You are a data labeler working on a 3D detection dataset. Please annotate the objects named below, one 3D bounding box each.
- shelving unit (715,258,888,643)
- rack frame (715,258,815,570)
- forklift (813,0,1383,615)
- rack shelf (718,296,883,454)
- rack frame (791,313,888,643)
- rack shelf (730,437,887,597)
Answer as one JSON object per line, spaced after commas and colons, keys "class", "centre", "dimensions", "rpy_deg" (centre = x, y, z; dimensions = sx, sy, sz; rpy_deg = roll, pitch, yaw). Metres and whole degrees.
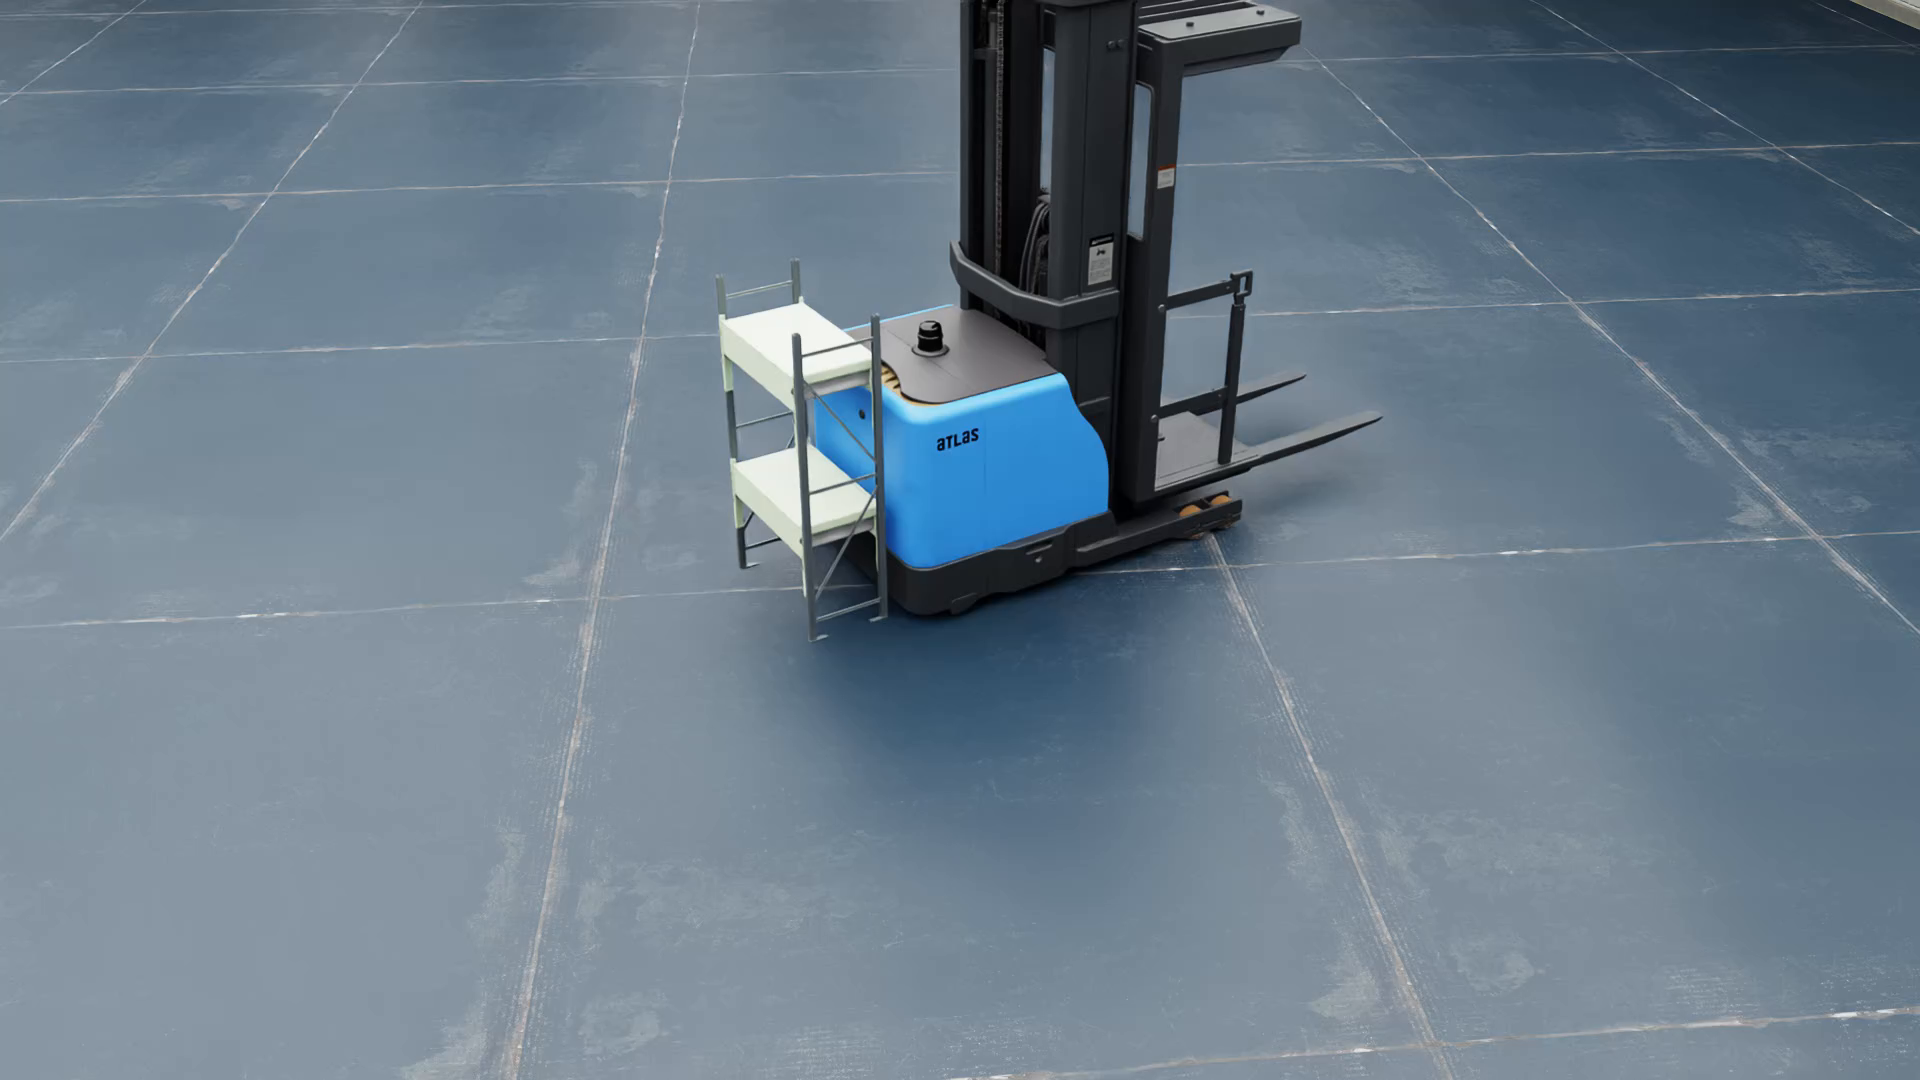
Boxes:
{"class": "shelving unit", "centre": [-0.699, -0.397, 7.452], "dimensions": [0.431, 1.500, 0.755], "rpy_deg": [-18, 35, -27]}
{"class": "rack frame", "centre": [-0.892, -0.557, 7.720], "dimensions": [0.400, 1.500, 0.023], "rpy_deg": [-18, 35, -27]}
{"class": "forklift", "centre": [0.815, -1.473, 7.858], "dimensions": [3.031, 2.935, 1.130], "rpy_deg": [-18, 35, -27]}
{"class": "rack shelf", "centre": [-0.699, -0.732, 7.252], "dimensions": [0.431, 0.370, 0.720], "rpy_deg": [-18, 35, -27]}
{"class": "rack frame", "centre": [-0.507, -0.238, 7.185], "dimensions": [0.400, 1.500, 0.023], "rpy_deg": [-18, 35, -27]}
{"class": "rack shelf", "centre": [-0.699, -0.117, 7.620], "dimensions": [0.431, 0.370, 0.720], "rpy_deg": [-18, 35, -27]}
